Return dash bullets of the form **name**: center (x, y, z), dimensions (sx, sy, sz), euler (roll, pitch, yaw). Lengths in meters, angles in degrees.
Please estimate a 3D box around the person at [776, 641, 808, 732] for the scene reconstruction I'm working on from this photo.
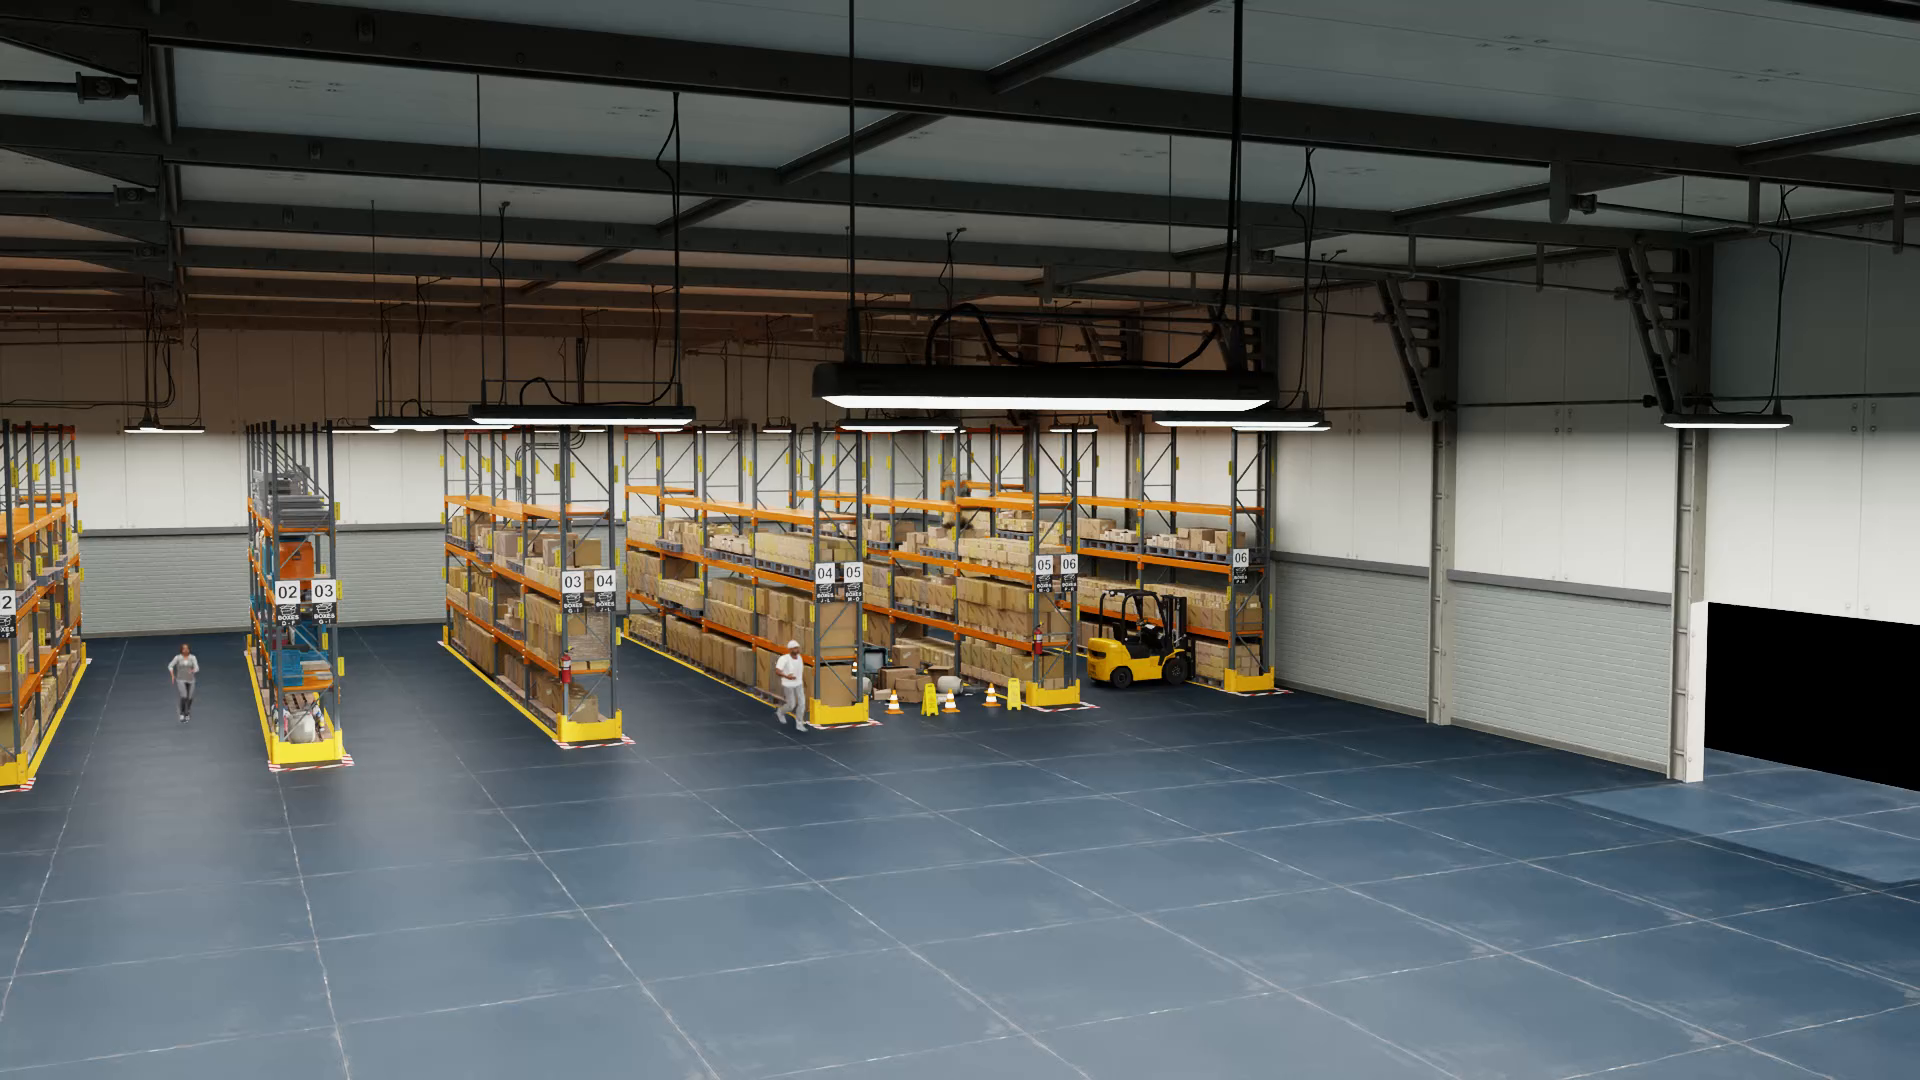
- **person**: center (-3.281, 2.833, 32.415), dimensions (0.701, 1.761, 0.853), euler (-3, 5, -43)

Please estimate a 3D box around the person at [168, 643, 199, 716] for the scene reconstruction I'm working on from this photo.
- **person**: center (-15.416, 2.789, 33.086), dimensions (0.506, 1.468, 0.662), euler (-3, 5, -38)
